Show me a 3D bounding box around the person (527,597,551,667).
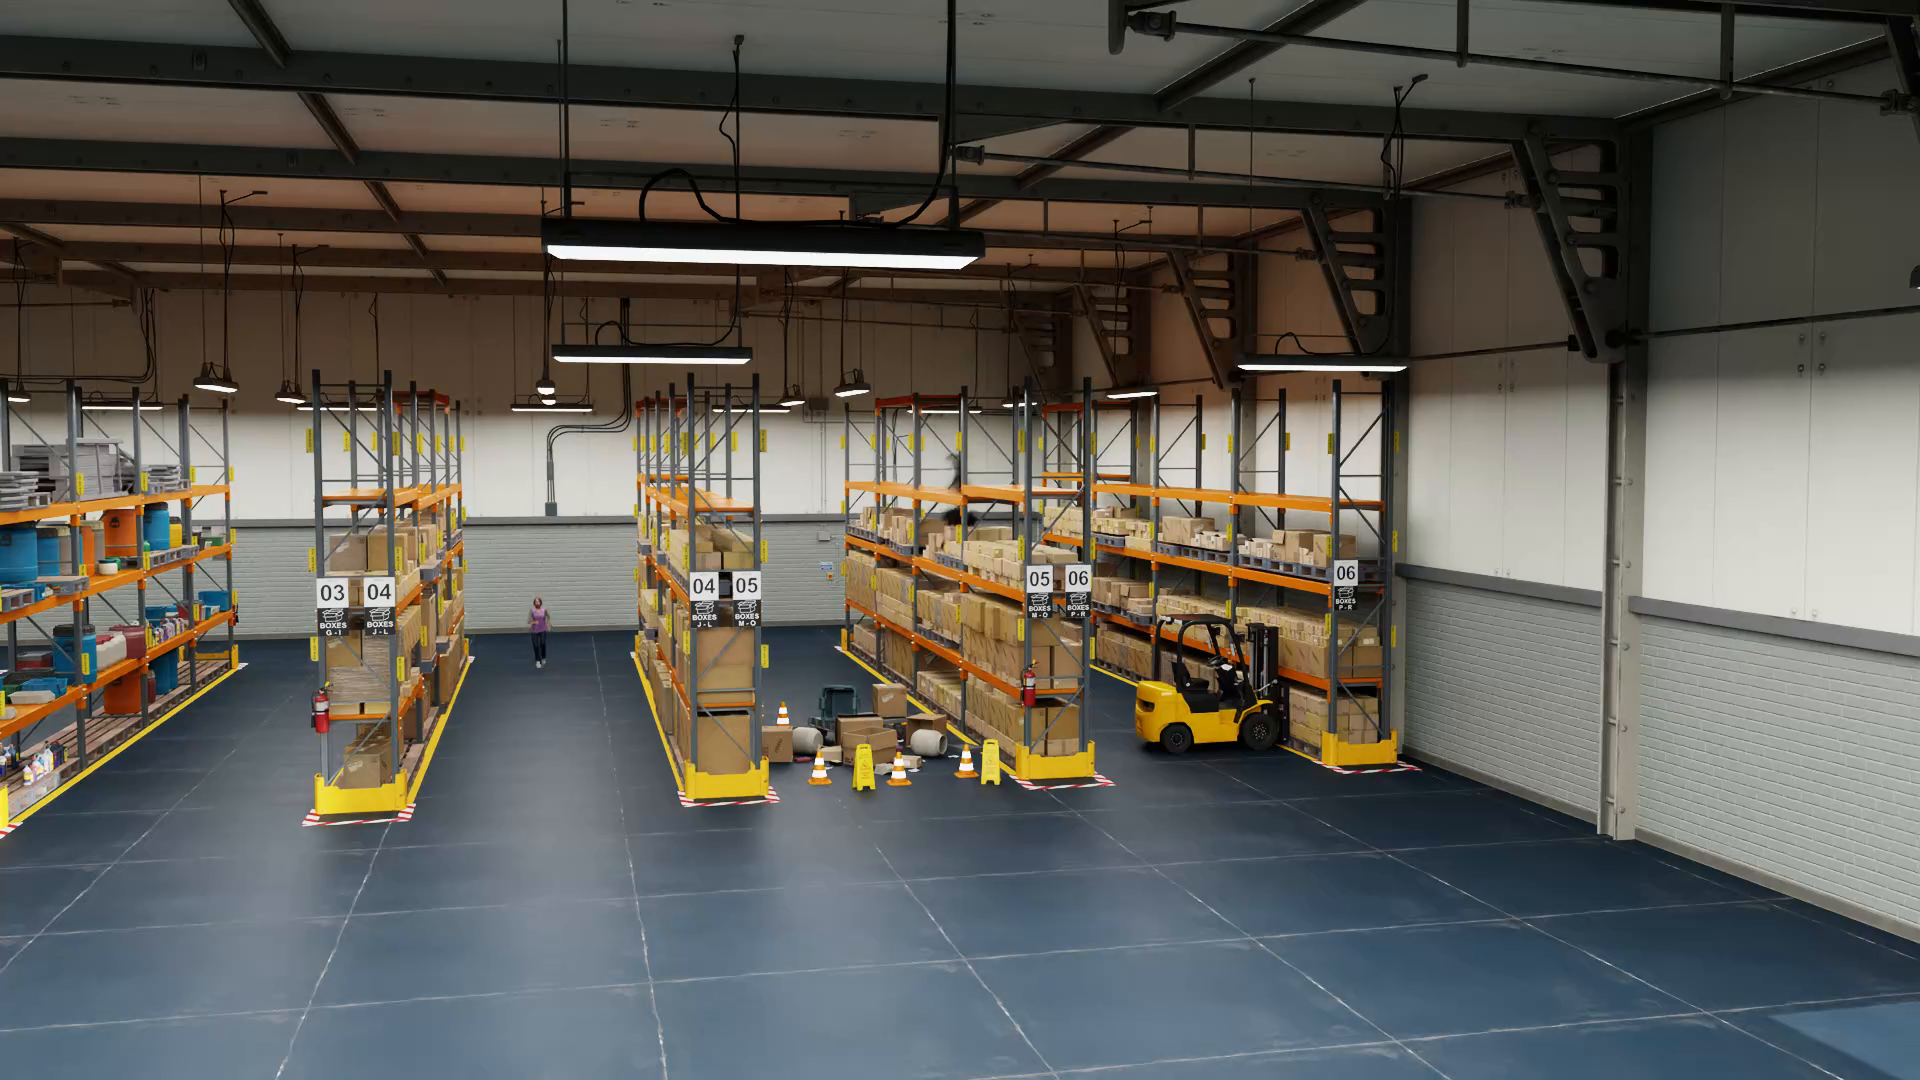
[{"bbox_3d":[-9.386,2.057,37.094,0.511,1.570,0.636,-1,3,-12],"label":"person"}]
